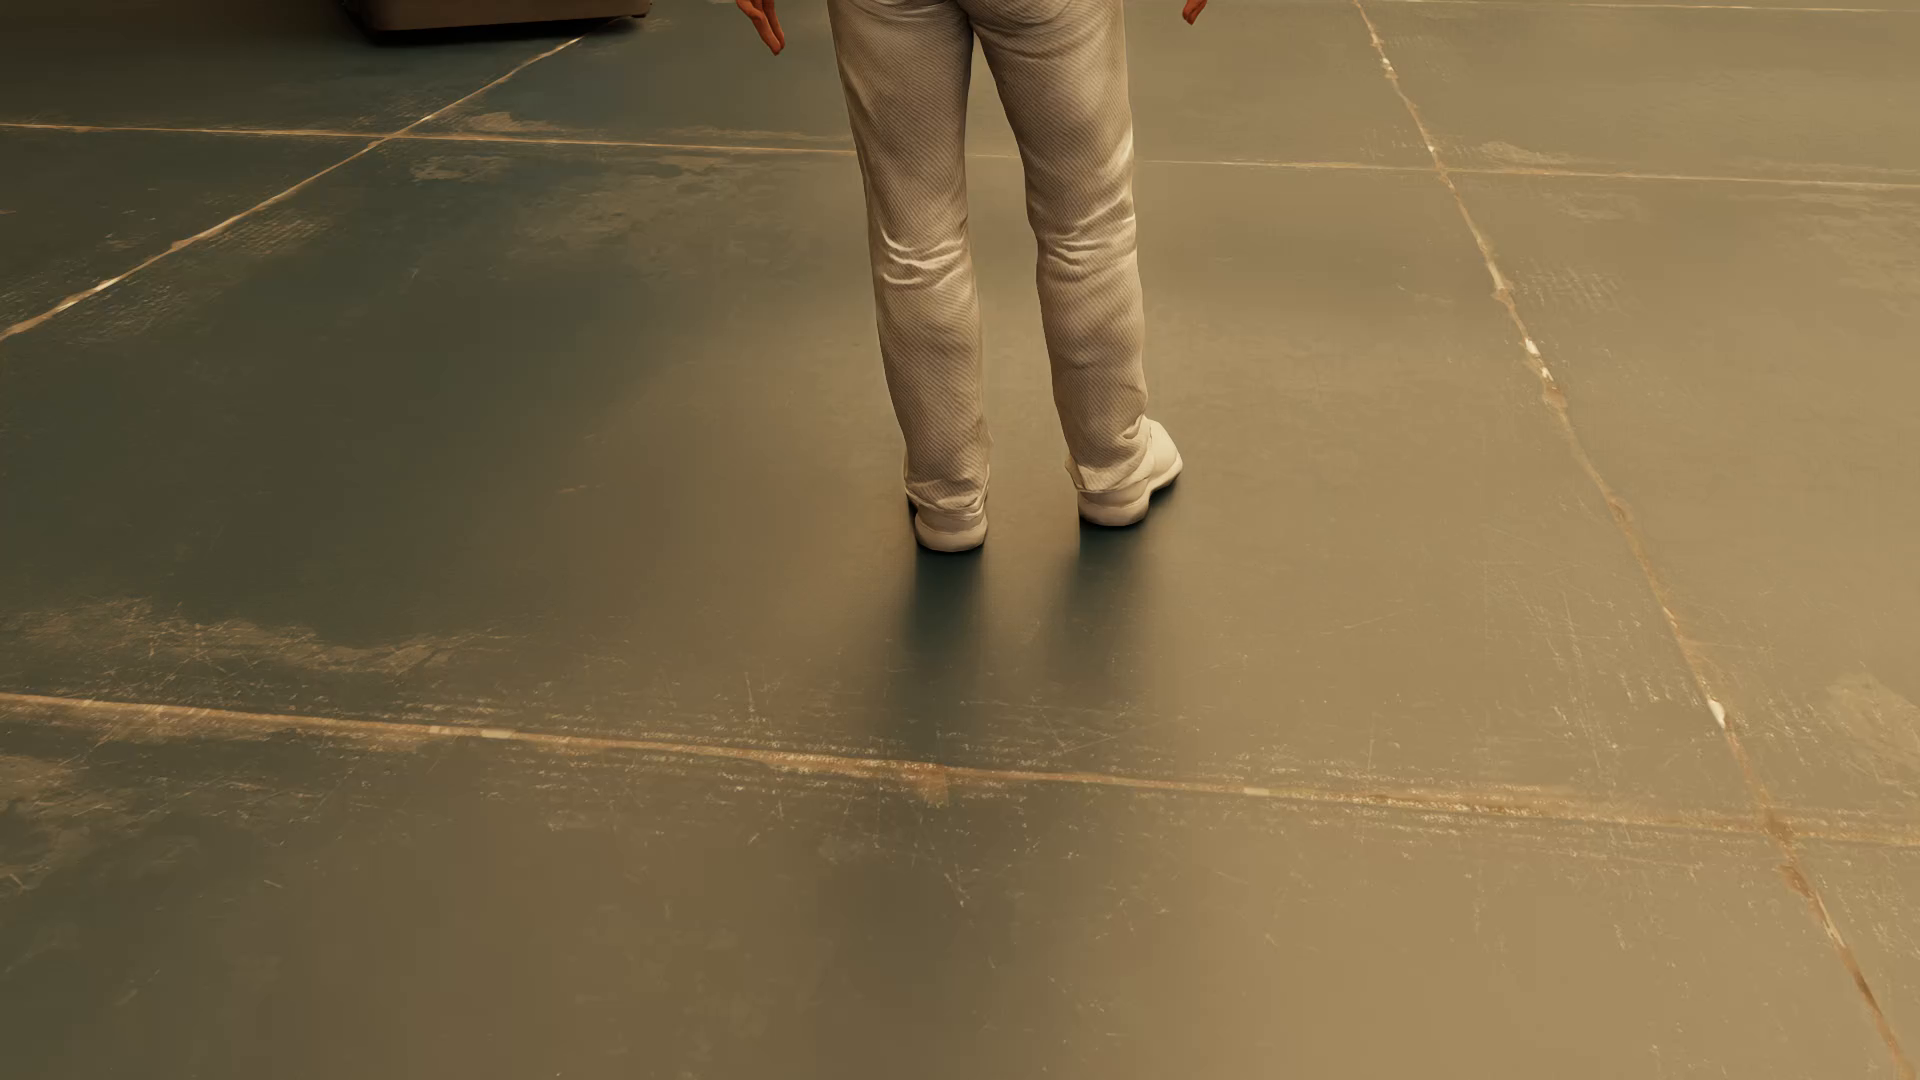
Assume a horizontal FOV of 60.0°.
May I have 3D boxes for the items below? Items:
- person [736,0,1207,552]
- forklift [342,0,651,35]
[{"bbox_3d":[0.015,-0.827,2.163,0.665,1.765,0.577,3,27,7],"label":"person"},{"bbox_3d":[-2.233,-3.801,6.836,1.130,2.935,3.031,-11,28,-20],"label":"forklift"}]
